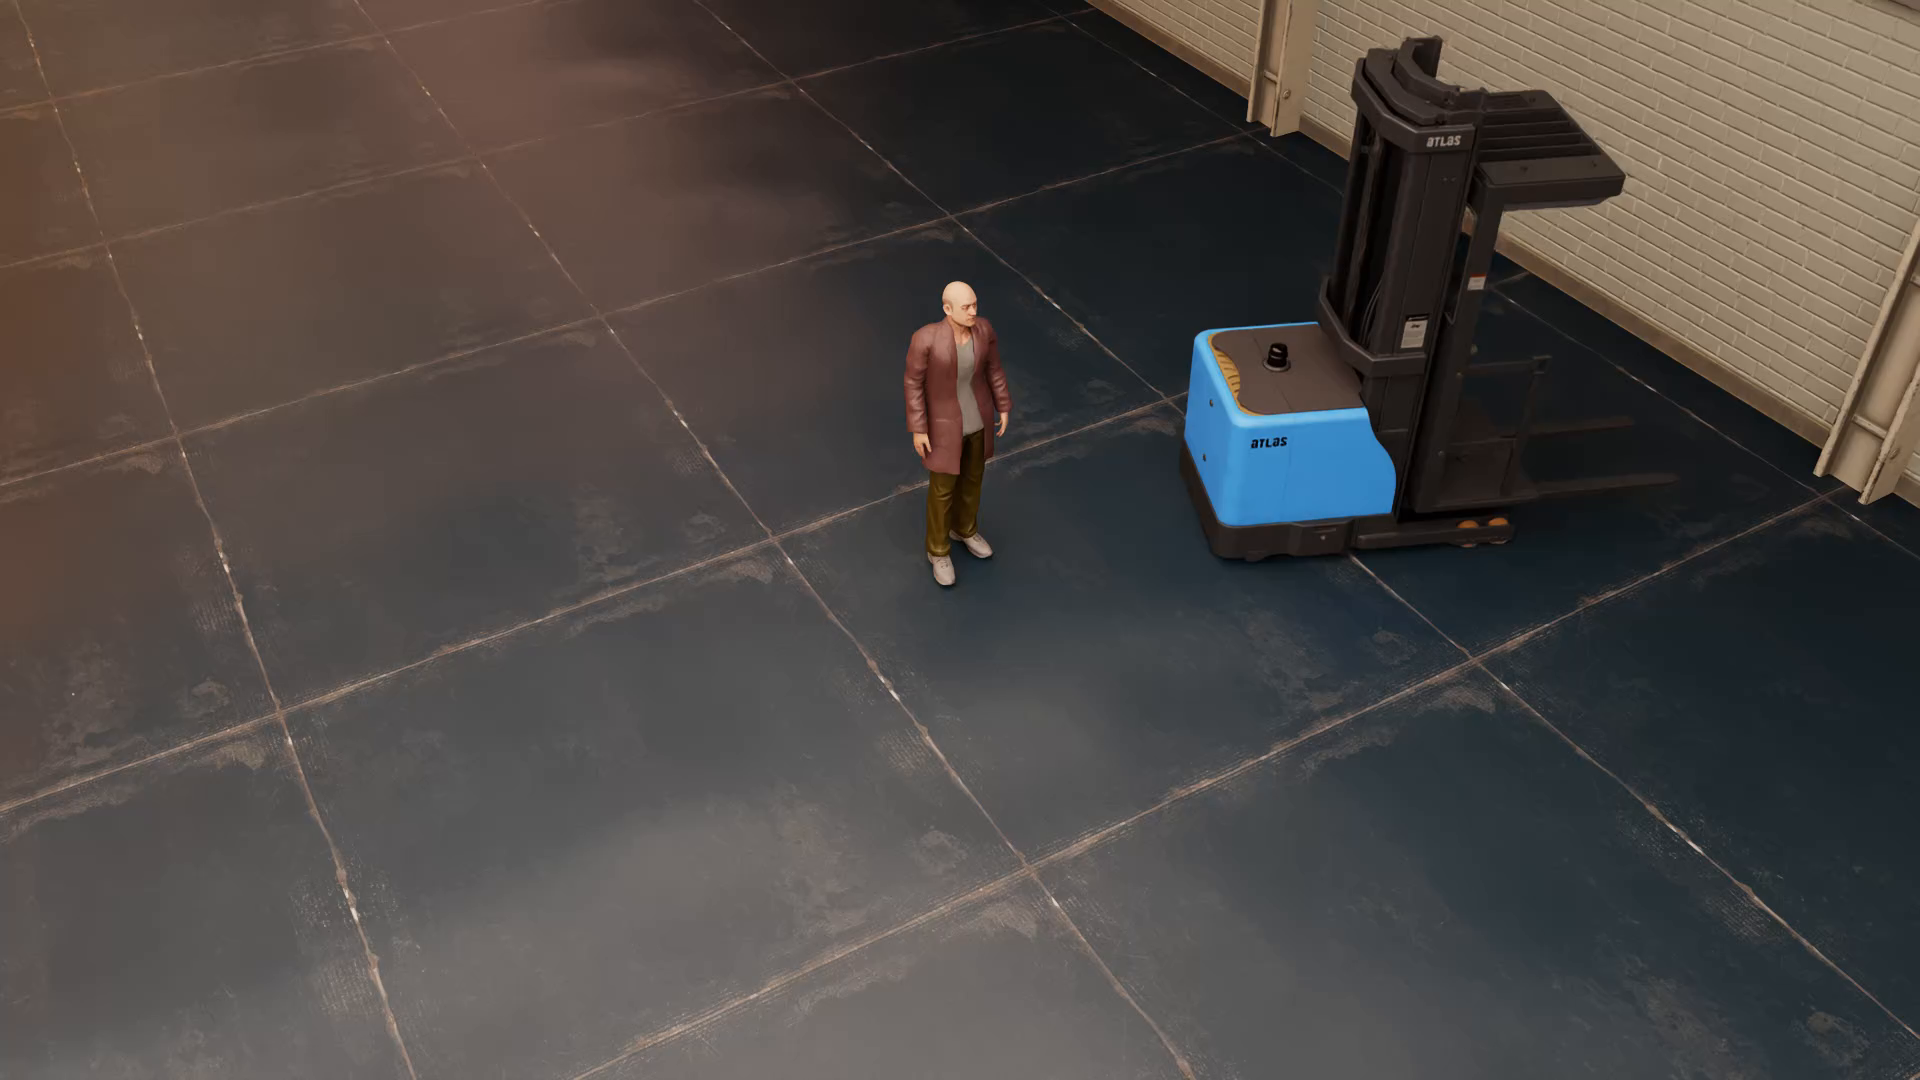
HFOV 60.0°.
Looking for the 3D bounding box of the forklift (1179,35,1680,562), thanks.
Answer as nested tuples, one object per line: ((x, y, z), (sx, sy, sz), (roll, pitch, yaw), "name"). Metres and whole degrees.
((2.981, -1.415, 9.742), (3.031, 2.935, 1.130), (-5, 40, -6), "forklift")

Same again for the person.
((0.043, -0.638, 9.697), (0.696, 1.778, 0.579), (-20, 44, -23), "person")
